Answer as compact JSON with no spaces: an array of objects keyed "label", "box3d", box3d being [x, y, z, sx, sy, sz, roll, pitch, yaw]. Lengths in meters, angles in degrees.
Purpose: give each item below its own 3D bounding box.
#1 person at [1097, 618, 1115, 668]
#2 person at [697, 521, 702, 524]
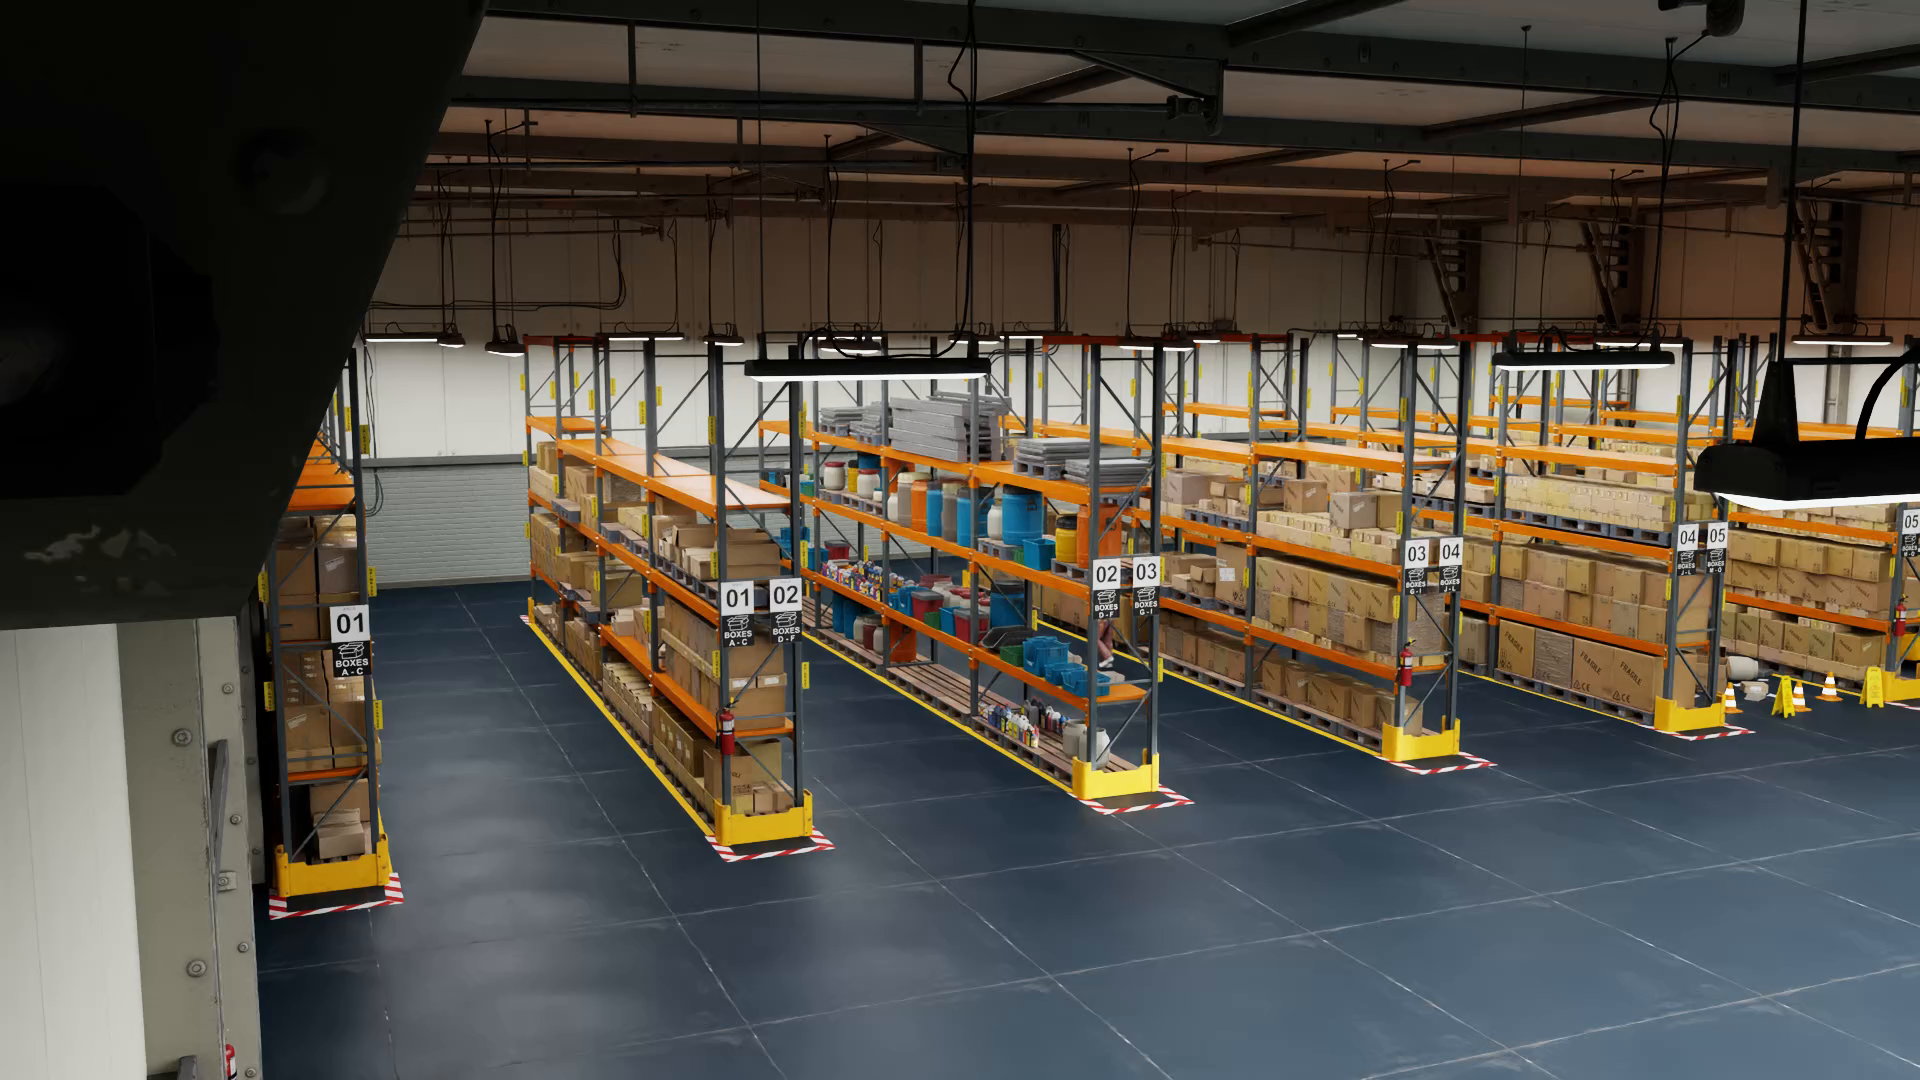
[{"label":"person","box3d":[2.672,1.492,30.220,0.465,1.670,0.497,5,9,35]},{"label":"person","box3d":[-6.207,0.336,39.164,0.792,1.562,0.405,-1,8,-5]}]
